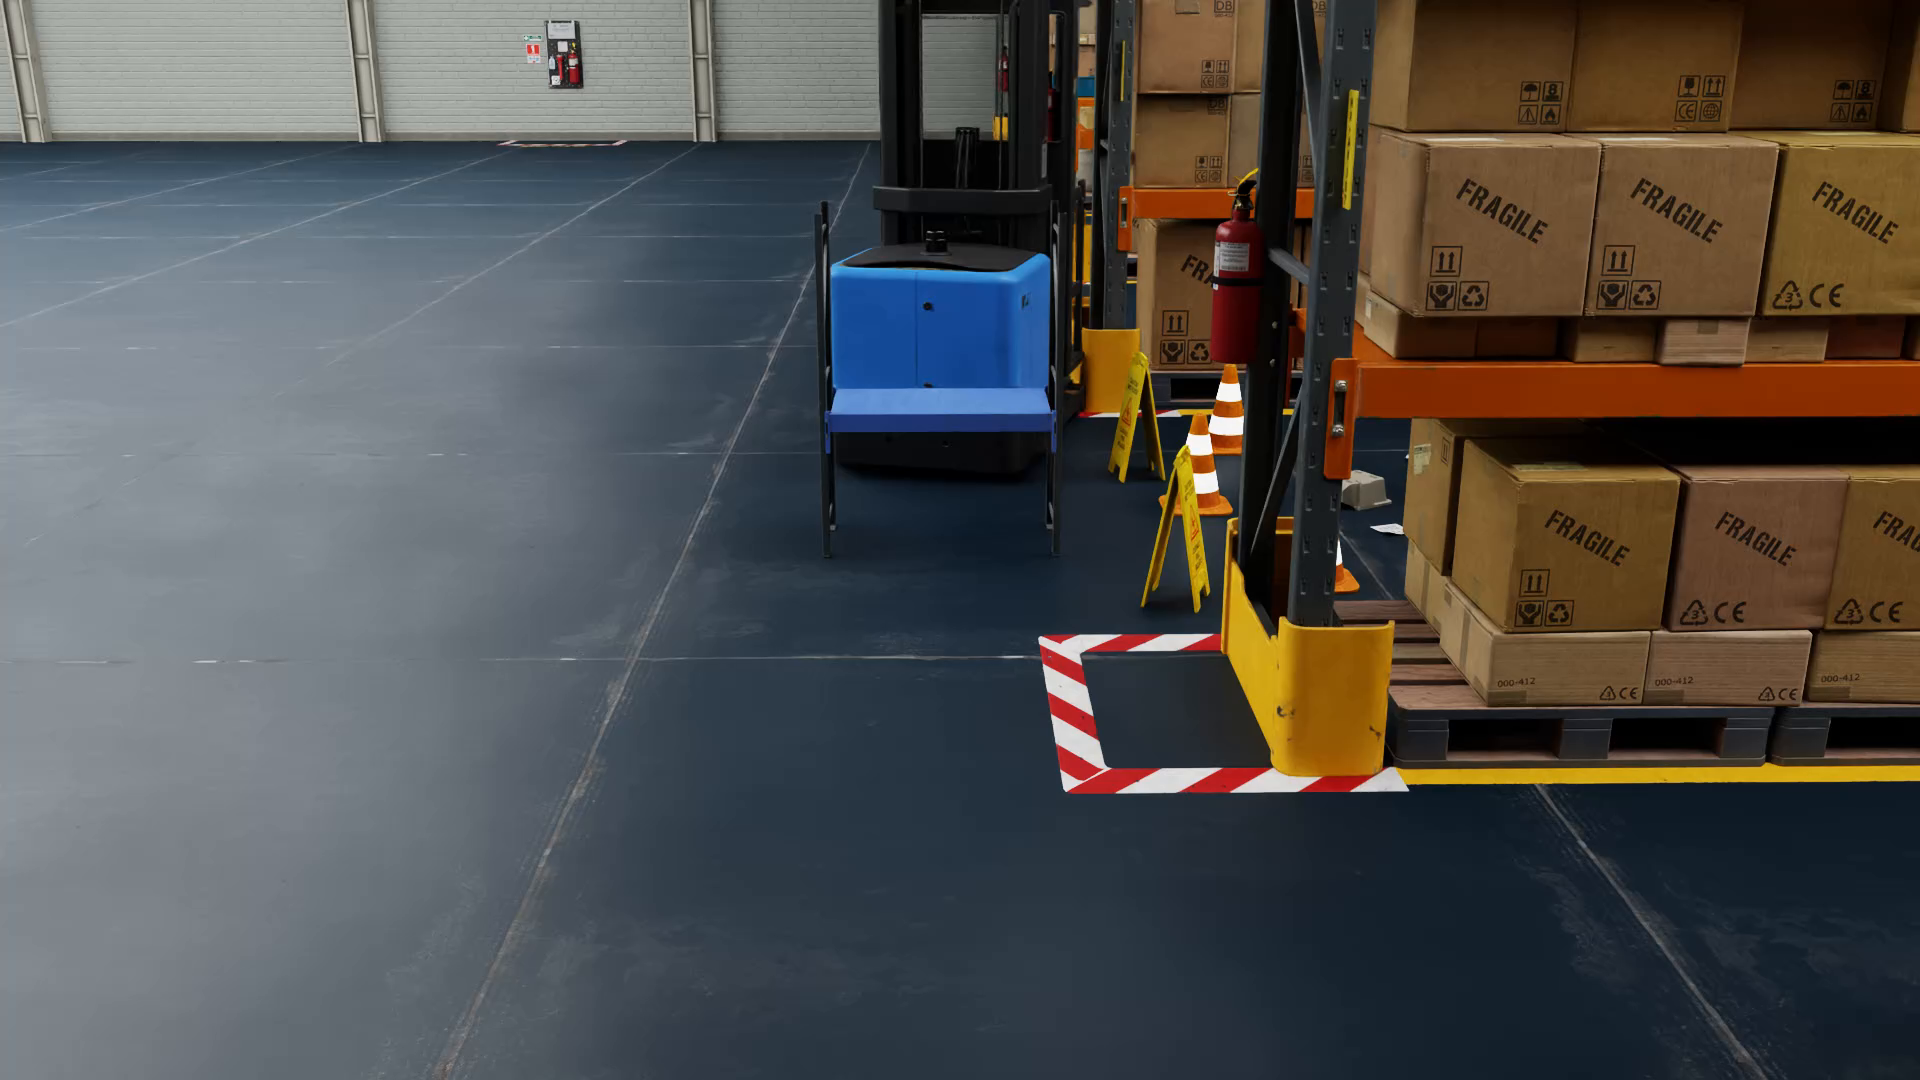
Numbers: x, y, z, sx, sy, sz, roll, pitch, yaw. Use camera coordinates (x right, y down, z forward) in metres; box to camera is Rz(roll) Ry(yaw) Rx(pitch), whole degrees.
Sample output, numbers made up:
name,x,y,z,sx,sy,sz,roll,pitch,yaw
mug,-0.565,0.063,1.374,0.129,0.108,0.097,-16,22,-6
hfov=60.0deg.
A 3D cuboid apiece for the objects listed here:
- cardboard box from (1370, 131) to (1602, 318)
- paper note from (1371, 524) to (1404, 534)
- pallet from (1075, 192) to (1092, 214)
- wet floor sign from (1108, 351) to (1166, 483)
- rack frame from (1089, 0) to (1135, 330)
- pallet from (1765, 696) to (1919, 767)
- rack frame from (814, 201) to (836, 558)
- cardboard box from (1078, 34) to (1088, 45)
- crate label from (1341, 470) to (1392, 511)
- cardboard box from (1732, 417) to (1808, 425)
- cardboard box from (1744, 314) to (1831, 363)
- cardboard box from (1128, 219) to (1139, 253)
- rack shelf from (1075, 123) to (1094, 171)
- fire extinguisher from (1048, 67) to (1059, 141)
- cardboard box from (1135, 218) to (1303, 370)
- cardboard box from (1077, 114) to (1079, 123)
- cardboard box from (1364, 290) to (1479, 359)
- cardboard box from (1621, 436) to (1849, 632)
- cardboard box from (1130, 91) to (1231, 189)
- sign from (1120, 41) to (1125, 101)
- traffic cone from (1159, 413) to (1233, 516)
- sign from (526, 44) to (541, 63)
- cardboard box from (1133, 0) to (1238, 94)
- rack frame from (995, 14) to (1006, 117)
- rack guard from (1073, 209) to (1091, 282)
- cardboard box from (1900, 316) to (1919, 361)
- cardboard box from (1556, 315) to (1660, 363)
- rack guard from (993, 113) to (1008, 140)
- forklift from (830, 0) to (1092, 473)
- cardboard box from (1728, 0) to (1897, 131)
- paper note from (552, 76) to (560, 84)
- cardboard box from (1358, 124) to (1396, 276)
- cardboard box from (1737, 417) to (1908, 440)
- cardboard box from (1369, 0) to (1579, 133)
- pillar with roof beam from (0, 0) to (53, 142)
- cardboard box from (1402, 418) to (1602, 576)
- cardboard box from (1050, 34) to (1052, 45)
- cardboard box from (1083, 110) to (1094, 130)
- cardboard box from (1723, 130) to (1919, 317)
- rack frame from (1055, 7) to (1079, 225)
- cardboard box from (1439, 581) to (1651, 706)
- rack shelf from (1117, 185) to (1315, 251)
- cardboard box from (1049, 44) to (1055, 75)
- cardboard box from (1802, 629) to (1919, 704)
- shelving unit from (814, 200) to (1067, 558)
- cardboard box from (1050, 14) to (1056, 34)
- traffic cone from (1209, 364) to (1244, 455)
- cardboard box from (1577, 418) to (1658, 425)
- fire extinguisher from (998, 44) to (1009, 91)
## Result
name,x,y,z,sx,sy,sz,roll,pitch,yaw
cardboard box,1.572,-0.965,5.038,0.500,0.500,0.500,-1,18,-2
paper note,2.008,-0.057,7.718,0.142,0.019,0.148,-7,19,-20
pallet,1.747,-4.087,19.985,1.213,0.211,1.003,0,18,-1
wet floor sign,0.917,-0.644,8.541,0.232,0.644,0.267,-3,18,-10
rack frame,0.915,-2.370,10.067,0.127,3.000,1.000,0,18,-1
pallet,3.200,0.471,5.776,1.213,0.211,1.003,0,18,-1
rack frame,-0.594,-0.711,7.353,0.032,1.500,0.500,0,18,-1
cardboard box,1.694,-7.206,23.918,0.250,0.149,0.380,0,18,-1
crate label,1.931,-0.251,8.150,0.298,0.136,0.250,-10,20,-29
cardboard box,2.772,-0.522,5.830,0.250,0.149,0.380,0,18,2
cardboard box,2.468,-0.658,5.142,0.250,0.149,0.380,0,18,1
cardboard box,1.562,-2.893,15.102,0.500,0.500,0.500,3,18,9
rack shelf,2.937,-3.552,14.930,4.000,0.370,1.077,0,18,-1
fire extinguisher,0.816,-3.988,15.239,0.183,0.674,0.296,0,18,-1
cardboard box,1.592,-1.581,10.400,0.875,0.875,0.875,0,18,-1
cardboard box,1.824,-6.096,24.269,0.500,0.500,0.500,0,18,-1
cardboard box,1.437,-0.677,5.202,0.250,0.149,0.380,0,18,-1
cardboard box,2.451,-0.030,5.358,0.500,0.500,0.500,-1,18,-3
cardboard box,1.285,-2.457,10.092,0.550,0.550,0.875,0,18,-1
sign,0.918,-2.650,9.394,0.005,0.325,0.100,0,18,-1
traffic cone,1.146,-0.384,8.029,0.334,0.463,0.336,0,18,-1
sign,-7.636,-8.708,29.766,0.234,0.329,0.001,0,18,-1
cardboard box,1.286,-2.945,9.847,0.550,0.550,0.875,0,18,-1
rack frame,0.703,-8.423,28.938,0.127,3.000,1.000,0,18,-1
rack guard,1.013,-2.695,15.173,0.348,0.500,1.175,0,18,-1
cardboard box,2.996,-0.670,5.179,0.250,0.149,0.380,-1,18,-2
cardboard box,1.956,-0.659,5.146,0.250,0.149,0.380,-1,18,-3
rack guard,0.779,-7.234,29.321,0.348,0.500,1.175,0,18,-1
forklift,0.161,-2.144,9.474,1.130,2.935,3.031,5,18,14
cardboard box,2.616,-1.627,5.463,0.500,0.500,0.700,0,18,-1
paper note,-7.260,-8.263,29.879,0.142,0.148,0.016,0,18,-1
cardboard box,1.632,-1.134,5.565,0.500,0.500,0.500,-1,18,-2
cardboard box,2.917,-0.193,5.869,0.500,0.500,0.500,-1,18,-2
cardboard box,1.601,-1.593,5.357,0.500,0.500,0.700,-1,18,-2
pillar with roof beam,-16.541,-10.146,24.487,0.400,9.000,9.100,0,18,-1
cardboard box,1.891,-0.189,5.857,0.500,0.500,0.500,0,18,-1
cardboard box,1.181,-7.203,23.909,0.250,0.149,0.380,0,18,-1
cardboard box,1.226,-3.694,14.606,0.250,0.149,0.380,0,18,-1
cardboard box,2.599,-0.971,5.057,0.500,0.500,0.500,-1,18,-2
rack frame,0.938,-3.885,14.790,0.127,3.000,1.000,0,18,-1
cardboard box,1.905,0.332,5.460,0.500,0.250,0.500,0,18,-1
rack shelf,2.915,-2.037,10.207,4.000,0.370,1.077,0,18,-1
cardboard box,1.252,-6.956,24.202,0.500,0.500,0.700,0,18,-1
cardboard box,2.961,0.325,5.481,0.500,0.250,0.500,1,18,3
shelving unit,-0.085,-0.714,7.360,1.048,1.500,0.538,0,18,-1
cardboard box,1.305,-7.574,24.004,0.500,0.500,0.700,0,18,-1
traffic cone,1.468,-0.730,9.110,0.334,0.463,0.336,0,18,-1
cardboard box,2.257,-0.521,5.827,0.250,0.149,0.380,0,18,1
fire extinguisher,0.659,-7.015,24.674,0.183,0.674,0.296,0,18,-1
